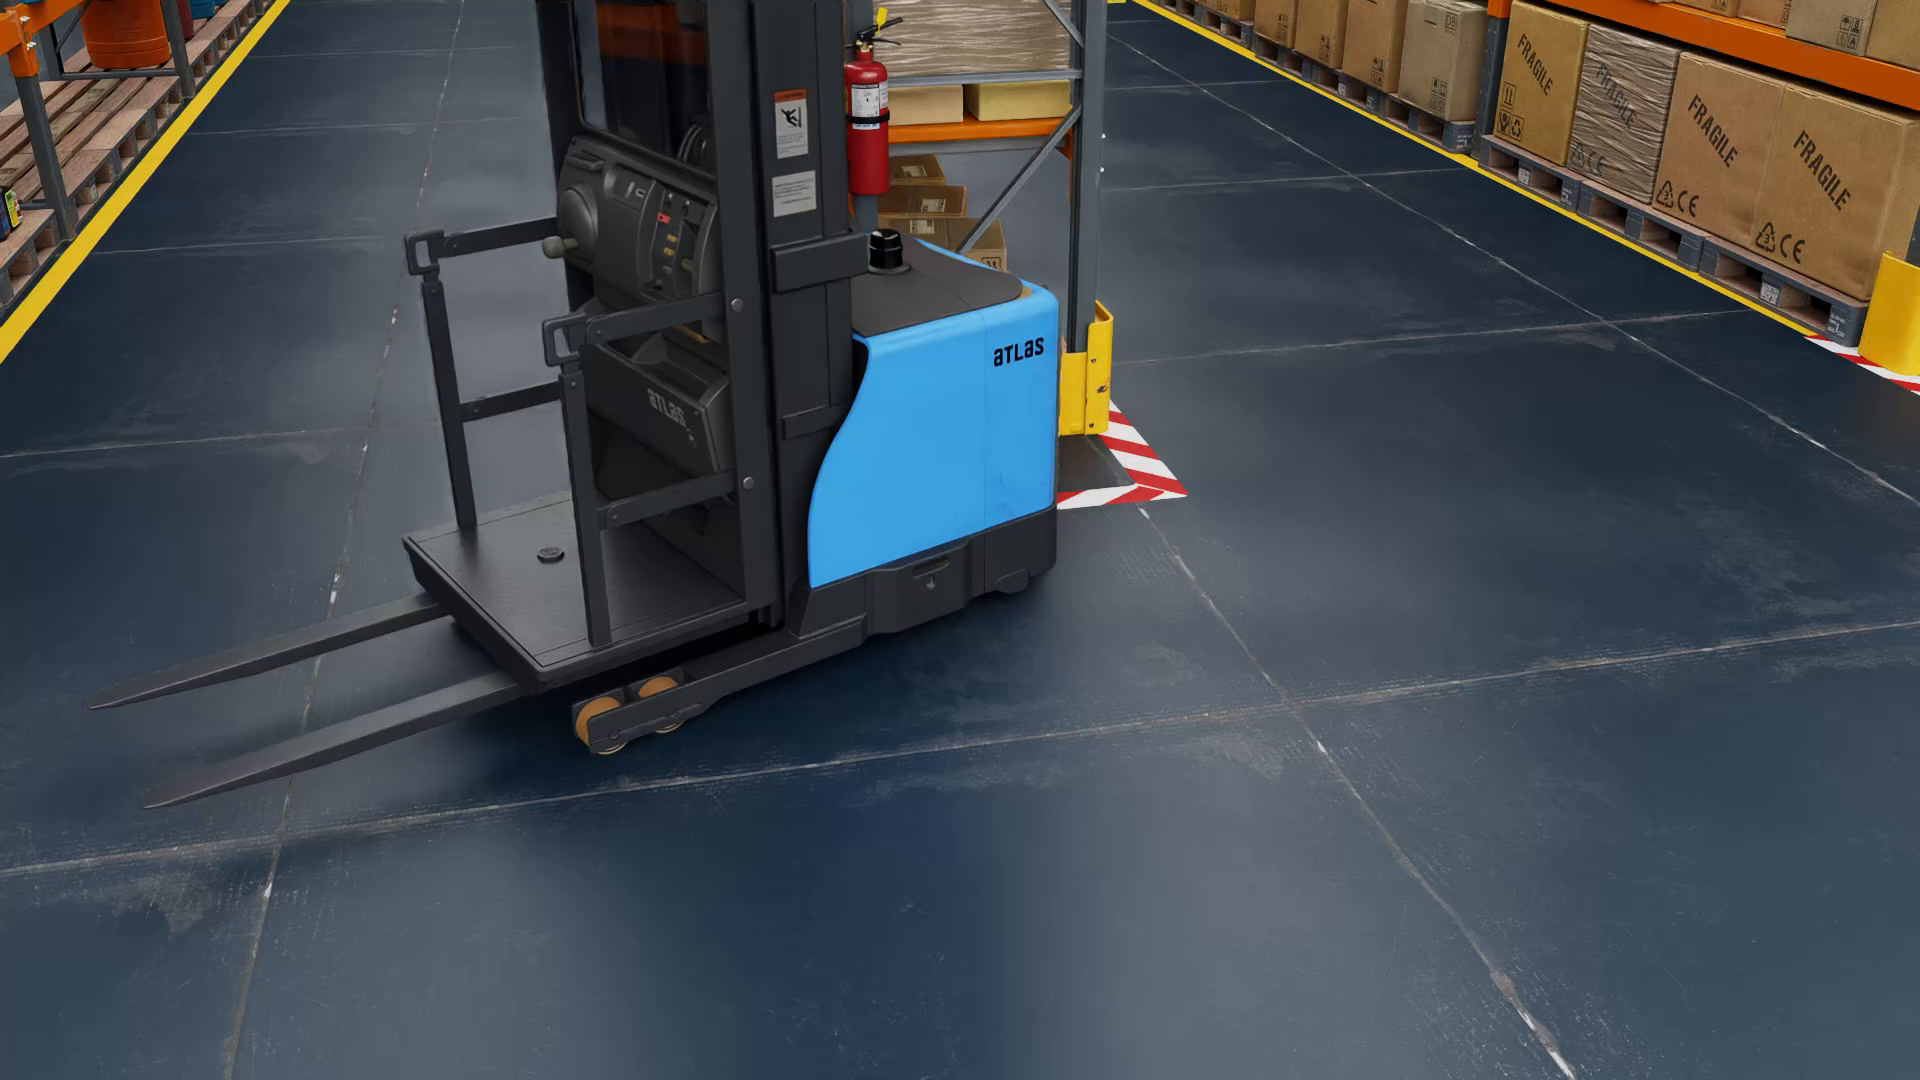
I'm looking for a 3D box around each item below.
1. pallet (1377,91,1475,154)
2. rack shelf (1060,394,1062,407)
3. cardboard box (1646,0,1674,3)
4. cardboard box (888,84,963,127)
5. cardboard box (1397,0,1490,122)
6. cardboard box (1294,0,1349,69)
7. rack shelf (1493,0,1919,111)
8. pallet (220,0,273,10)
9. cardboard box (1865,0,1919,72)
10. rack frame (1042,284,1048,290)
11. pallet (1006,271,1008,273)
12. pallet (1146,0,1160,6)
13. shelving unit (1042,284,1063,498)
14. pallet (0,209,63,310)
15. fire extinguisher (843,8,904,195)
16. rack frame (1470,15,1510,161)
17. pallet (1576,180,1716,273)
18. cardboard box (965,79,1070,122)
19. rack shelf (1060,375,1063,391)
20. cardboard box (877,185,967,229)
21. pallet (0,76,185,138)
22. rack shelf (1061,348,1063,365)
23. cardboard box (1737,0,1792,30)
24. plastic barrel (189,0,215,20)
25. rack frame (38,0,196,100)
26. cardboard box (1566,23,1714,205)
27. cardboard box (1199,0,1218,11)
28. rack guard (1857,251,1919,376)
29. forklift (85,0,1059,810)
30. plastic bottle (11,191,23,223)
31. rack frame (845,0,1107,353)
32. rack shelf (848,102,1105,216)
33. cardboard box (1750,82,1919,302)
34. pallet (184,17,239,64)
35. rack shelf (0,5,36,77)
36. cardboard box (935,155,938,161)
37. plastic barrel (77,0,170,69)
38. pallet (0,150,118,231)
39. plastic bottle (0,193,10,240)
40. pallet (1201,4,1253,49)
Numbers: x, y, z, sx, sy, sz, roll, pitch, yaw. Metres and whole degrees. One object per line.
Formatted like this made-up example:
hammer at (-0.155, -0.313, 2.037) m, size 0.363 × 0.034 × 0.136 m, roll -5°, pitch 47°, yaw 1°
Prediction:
pallet at (3.772, -3.088, 12.135) m, size 1.003 × 0.211 × 1.213 m, roll -6°, pitch 27°, yaw -12°
rack shelf at (0.227, -0.531, 6.177) m, size 0.258 × 0.077 × 0.200 m, roll -6°, pitch 27°, yaw -11°
cardboard box at (4.267, -3.420, 9.531) m, size 0.875 × 0.550 × 0.550 m, roll -6°, pitch 27°, yaw -12°
cardboard box at (-0.200, -1.779, 6.724) m, size 0.380 × 0.149 × 0.250 m, roll -6°, pitch 27°, yaw -12°
cardboard box at (3.792, -3.449, 11.784) m, size 1.050 × 0.750 × 0.750 m, roll -6°, pitch 27°, yaw -12°
cardboard box at (3.368, -4.281, 13.434) m, size 1.050 × 0.750 × 0.750 m, roll -6°, pitch 27°, yaw -11°
rack shelf at (4.470, -2.803, 9.273) m, size 1.077 × 0.370 × 4.000 m, roll -6°, pitch 27°, yaw -12°
pallet at (-7.668, -5.626, 17.162) m, size 1.003 × 0.211 × 1.213 m, roll -6°, pitch 27°, yaw -12°
cardboard box at (4.793, -2.471, 7.651) m, size 0.875 × 0.550 × 0.550 m, roll -6°, pitch 27°, yaw -12°
rack frame at (0.205, -0.525, 6.291) m, size 0.240 × 0.900 × 0.006 m, roll -6°, pitch 27°, yaw -11°
pallet at (-0.371, -1.470, 8.928) m, size 1.003 × 0.211 × 1.213 m, roll -6°, pitch 27°, yaw -12°
pallet at (2.393, -5.928, 17.760) m, size 1.003 × 0.211 × 1.213 m, roll -6°, pitch 27°, yaw -12°
shelving unit at (0.227, -0.480, 6.202) m, size 0.258 × 0.900 × 0.210 m, roll -6°, pitch 27°, yaw -11°
pallet at (-5.551, -1.496, 8.980) m, size 1.003 × 0.211 × 1.213 m, roll -6°, pitch 27°, yaw -12°
fire extinguisher at (-0.357, -1.655, 6.286) m, size 0.296 × 0.674 × 0.183 m, roll -6°, pitch 27°, yaw -12°
rack frame at (4.019, -4.002, 10.850) m, size 1.000 × 3.000 × 0.127 m, roll -6°, pitch 27°, yaw -12°
pallet at (4.393, -1.879, 9.738) m, size 1.003 × 0.211 × 1.213 m, roll -6°, pitch 27°, yaw -12°
cardboard box at (0.234, -1.824, 6.814) m, size 0.380 × 0.149 × 0.250 m, roll -6°, pitch 27°, yaw -12°
rack shelf at (0.227, -0.611, 6.136) m, size 0.258 × 0.077 × 0.200 m, roll -6°, pitch 27°, yaw -11°
cardboard box at (-0.227, -1.393, 7.989) m, size 0.500 × 0.500 × 0.500 m, roll 1°, pitch 27°, yaw 2°
pallet at (-6.426, -3.207, 12.370) m, size 1.003 × 0.211 × 1.213 m, roll -6°, pitch 27°, yaw -12°
rack shelf at (0.227, -0.691, 6.096) m, size 0.258 × 0.077 × 0.200 m, roll -6°, pitch 27°, yaw -11°
cardboard box at (4.644, -2.969, 8.637) m, size 0.875 × 0.550 × 0.550 m, roll -6°, pitch 27°, yaw -12°
plastic barrel at (-7.199, -5.251, 15.188) m, size 0.600 × 0.901 × 0.708 m, roll -6°, pitch 27°, yaw -12°
rack frame at (-6.563, -4.796, 12.423) m, size 1.000 × 3.000 × 0.127 m, roll -6°, pitch 27°, yaw -12°
cardboard box at (4.300, -2.563, 9.890) m, size 0.875 × 0.875 × 0.875 m, roll -6°, pitch 27°, yaw -11°
cardboard box at (2.602, -5.320, 15.770) m, size 0.500 × 0.500 × 0.500 m, roll -5°, pitch 27°, yaw -10°
rack guard at (4.926, -1.120, 7.914) m, size 1.175 × 0.500 × 0.348 m, roll -6°, pitch 27°, yaw -12°
forklift at (-1.138, -0.937, 4.853) m, size 3.031 × 2.935 × 1.130 m, roll -19°, pitch 32°, yaw -33°
plastic bottle at (-5.276, -1.859, 9.222) m, size 0.097 × 0.201 × 0.097 m, roll 0°, pitch 27°, yaw 0°
rack frame at (0.066, -1.787, 6.461) m, size 1.000 × 3.000 × 0.127 m, roll -6°, pitch 27°, yaw -12°
rack shelf at (-0.385, -2.344, 8.363) m, size 1.077 × 0.370 × 4.000 m, roll -6°, pitch 27°, yaw -12°
cardboard box at (4.704, -1.776, 8.332) m, size 0.875 × 0.875 × 0.875 m, roll -6°, pitch 27°, yaw -11°
pallet at (-7.052, -4.427, 14.788) m, size 1.003 × 0.211 × 1.213 m, roll -6°, pitch 27°, yaw -12°
rack shelf at (-5.211, -1.841, 7.366) m, size 1.077 × 0.370 × 4.000 m, roll -6°, pitch 27°, yaw -12°
cardboard box at (-0.432, -1.920, 9.032) m, size 0.500 × 0.500 × 0.500 m, roll -8°, pitch 28°, yaw -16°
plastic barrel at (-6.690, -4.228, 13.239) m, size 0.600 × 0.830 × 0.708 m, roll -6°, pitch 27°, yaw -12°
pallet at (-5.876, -2.136, 10.247) m, size 1.003 × 0.211 × 1.213 m, roll -6°, pitch 27°, yaw -12°
plastic bottle at (-5.235, -1.800, 8.939) m, size 0.144 × 0.351 × 0.185 m, roll -7°, pitch 28°, yaw -13°
pallet at (2.943, -4.857, 15.638) m, size 1.003 × 0.211 × 1.213 m, roll -6°, pitch 27°, yaw -12°
